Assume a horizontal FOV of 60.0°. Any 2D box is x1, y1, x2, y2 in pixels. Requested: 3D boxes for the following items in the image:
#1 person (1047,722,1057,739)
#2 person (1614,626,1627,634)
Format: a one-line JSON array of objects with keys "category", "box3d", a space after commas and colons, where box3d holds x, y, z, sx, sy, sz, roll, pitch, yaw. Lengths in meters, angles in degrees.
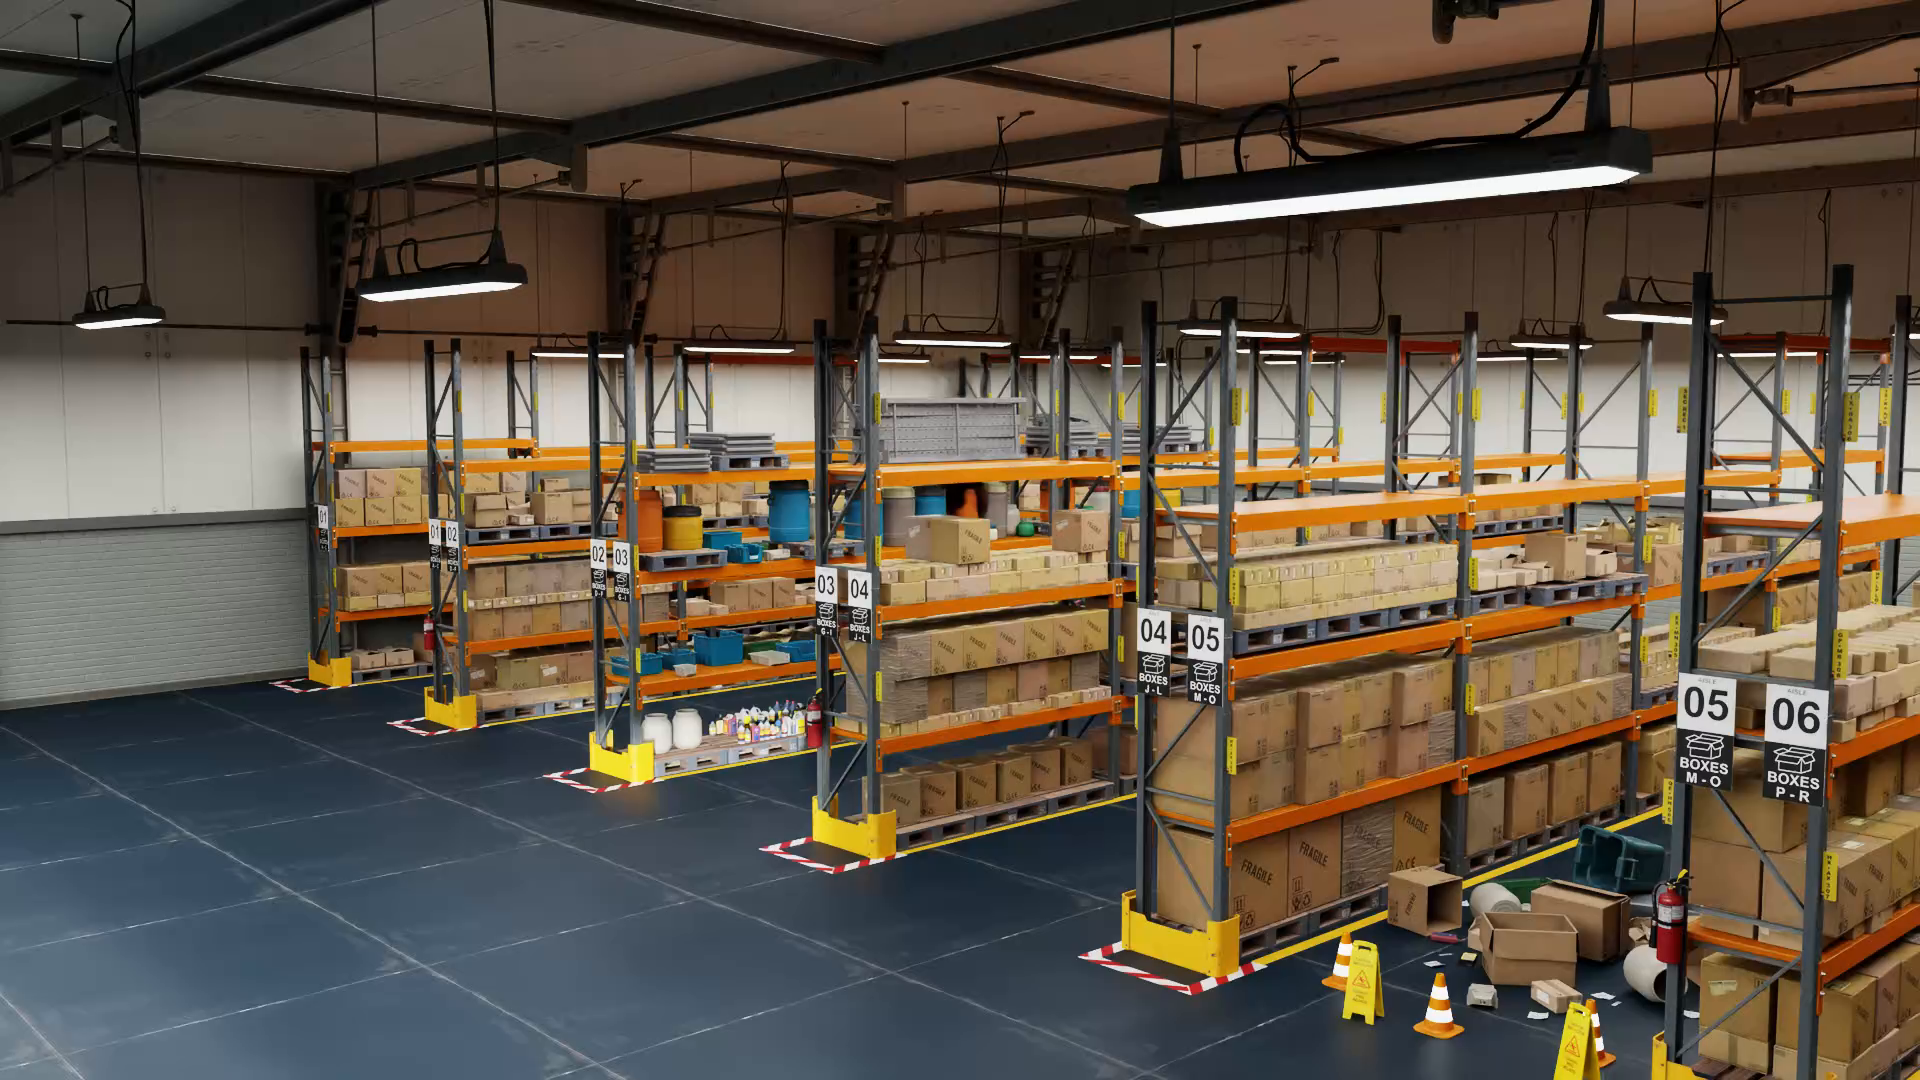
[{"category": "person", "box3d": [1.240, 2.069, 23.557, 0.636, 1.570, 0.512, -4, 7, -40]}, {"category": "person", "box3d": [9.793, 2.151, 24.740, 0.692, 1.741, 0.632, -4, 7, -39]}]
